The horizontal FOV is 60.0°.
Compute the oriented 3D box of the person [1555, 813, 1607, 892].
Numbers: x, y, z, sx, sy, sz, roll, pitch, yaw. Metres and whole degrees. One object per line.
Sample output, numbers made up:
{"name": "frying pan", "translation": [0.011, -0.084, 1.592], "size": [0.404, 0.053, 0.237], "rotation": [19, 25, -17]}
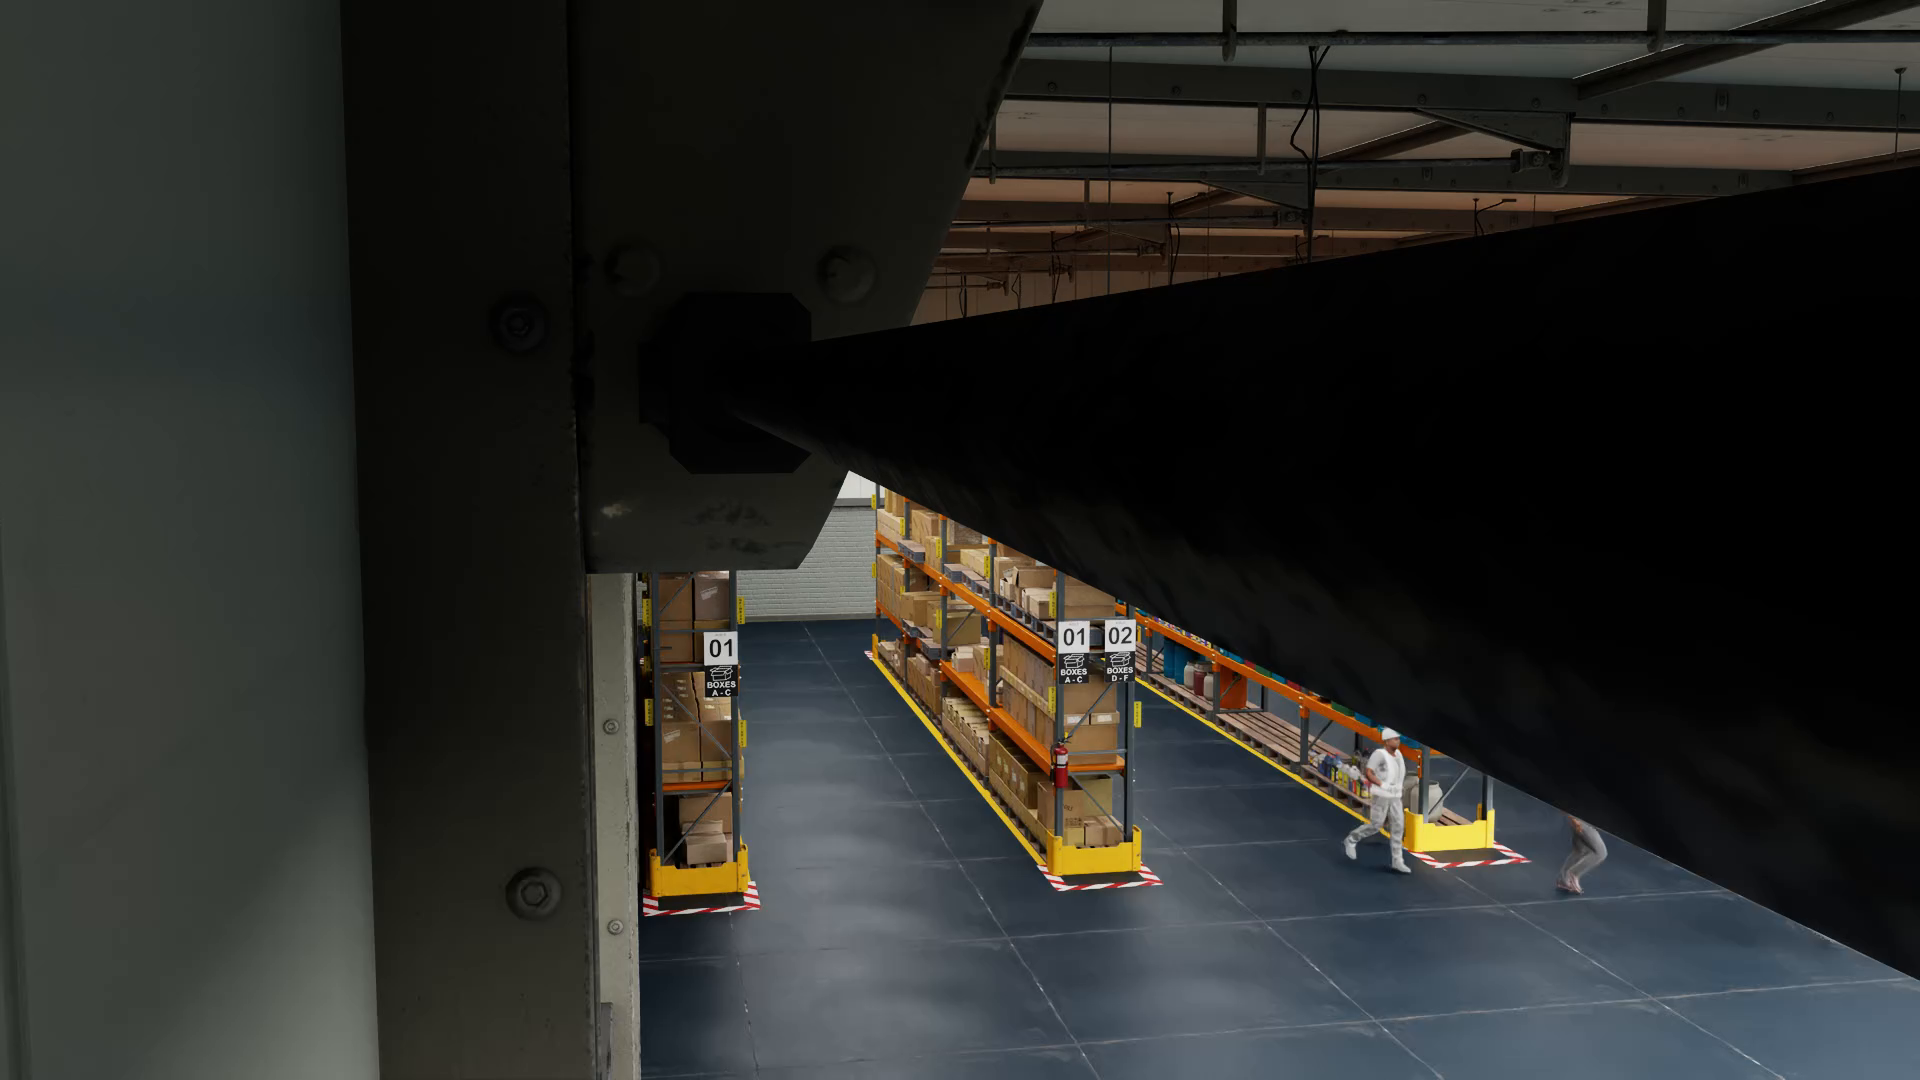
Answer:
{"name": "person", "translation": [7.549, 3.456, 20.091], "size": [0.610, 1.619, 0.558], "rotation": [2, 6, 21]}

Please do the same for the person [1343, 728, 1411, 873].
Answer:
{"name": "person", "translation": [5.463, 3.270, 21.203], "size": [0.743, 1.745, 0.979], "rotation": [-5, 7, -38]}

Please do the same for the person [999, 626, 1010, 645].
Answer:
{"name": "person", "translation": [1.027, 1.944, 34.996], "size": [0.550, 1.613, 0.731], "rotation": [-2, 6, -20]}
